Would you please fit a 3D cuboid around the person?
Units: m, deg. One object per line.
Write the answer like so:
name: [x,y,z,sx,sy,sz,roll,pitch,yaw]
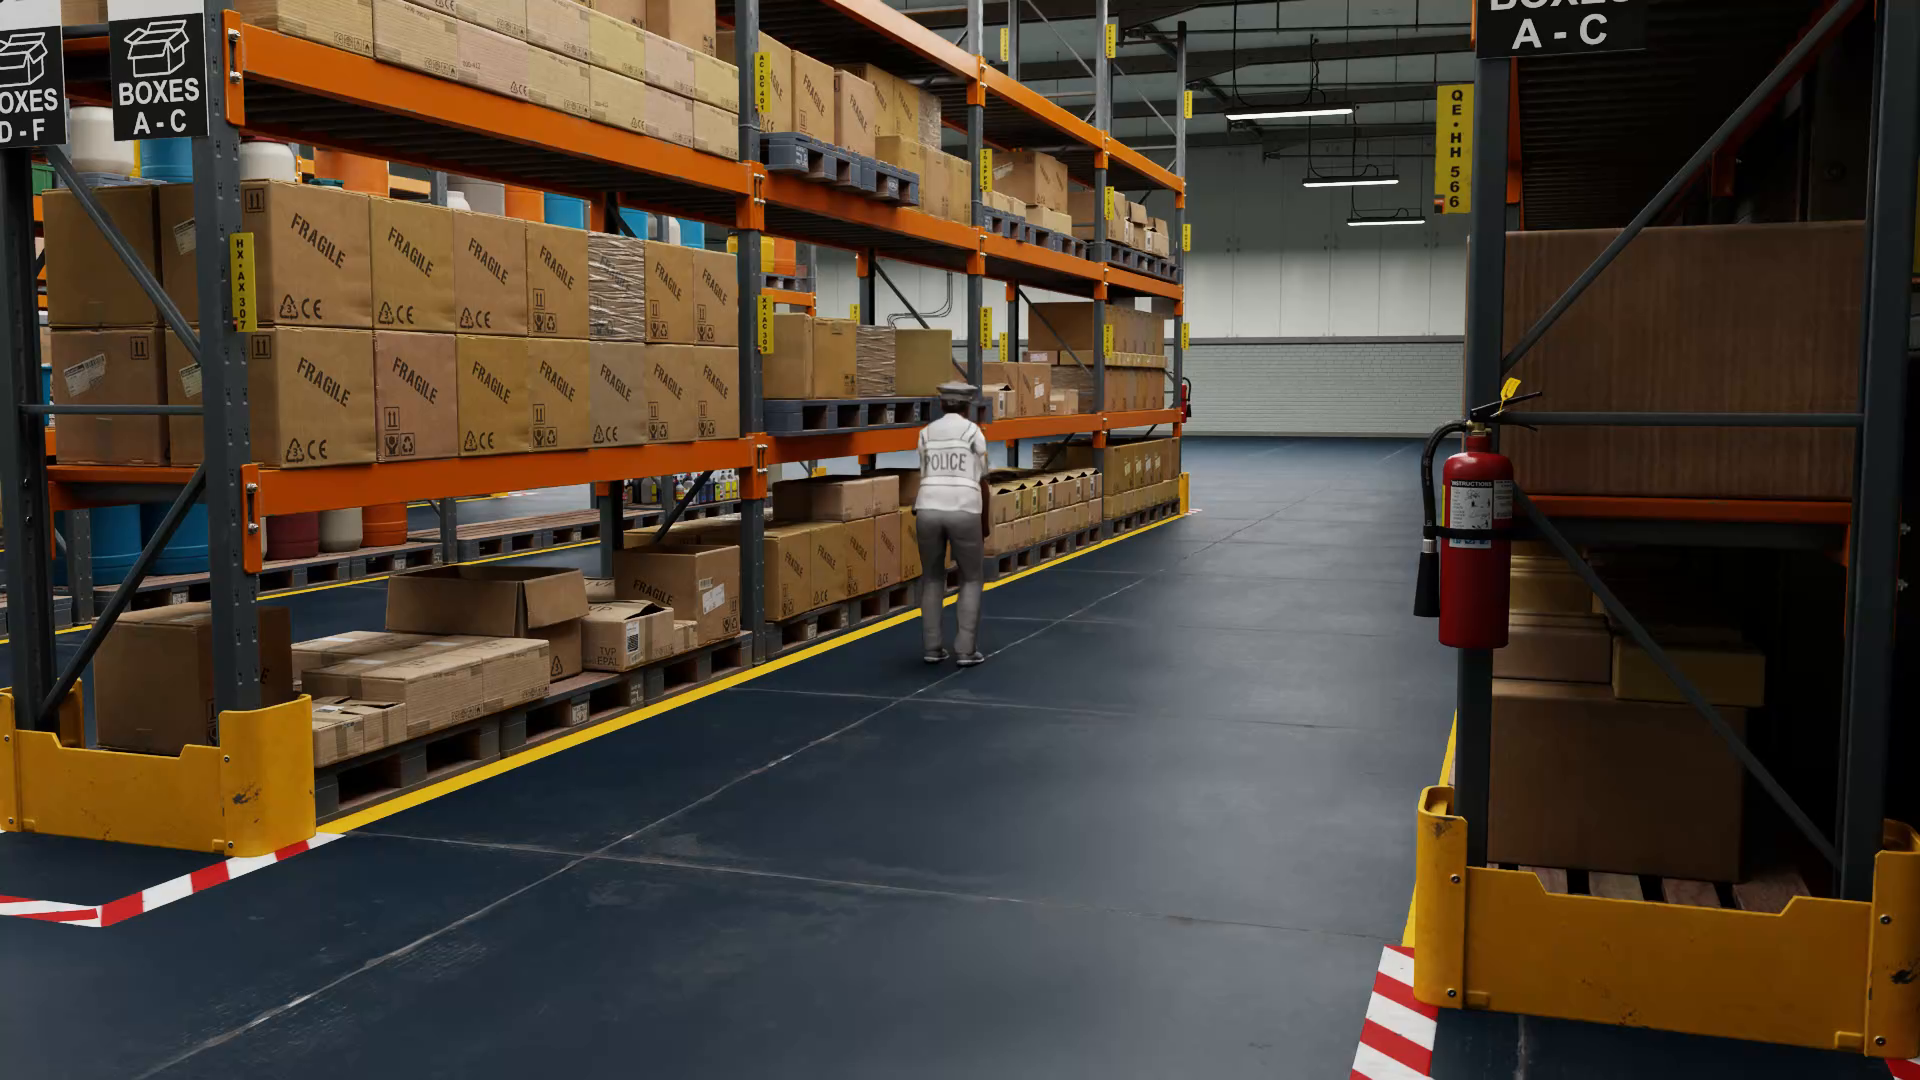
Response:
person: [-0.045,-0.099,9.583,0.413,1.622,0.563,1,6,16]
